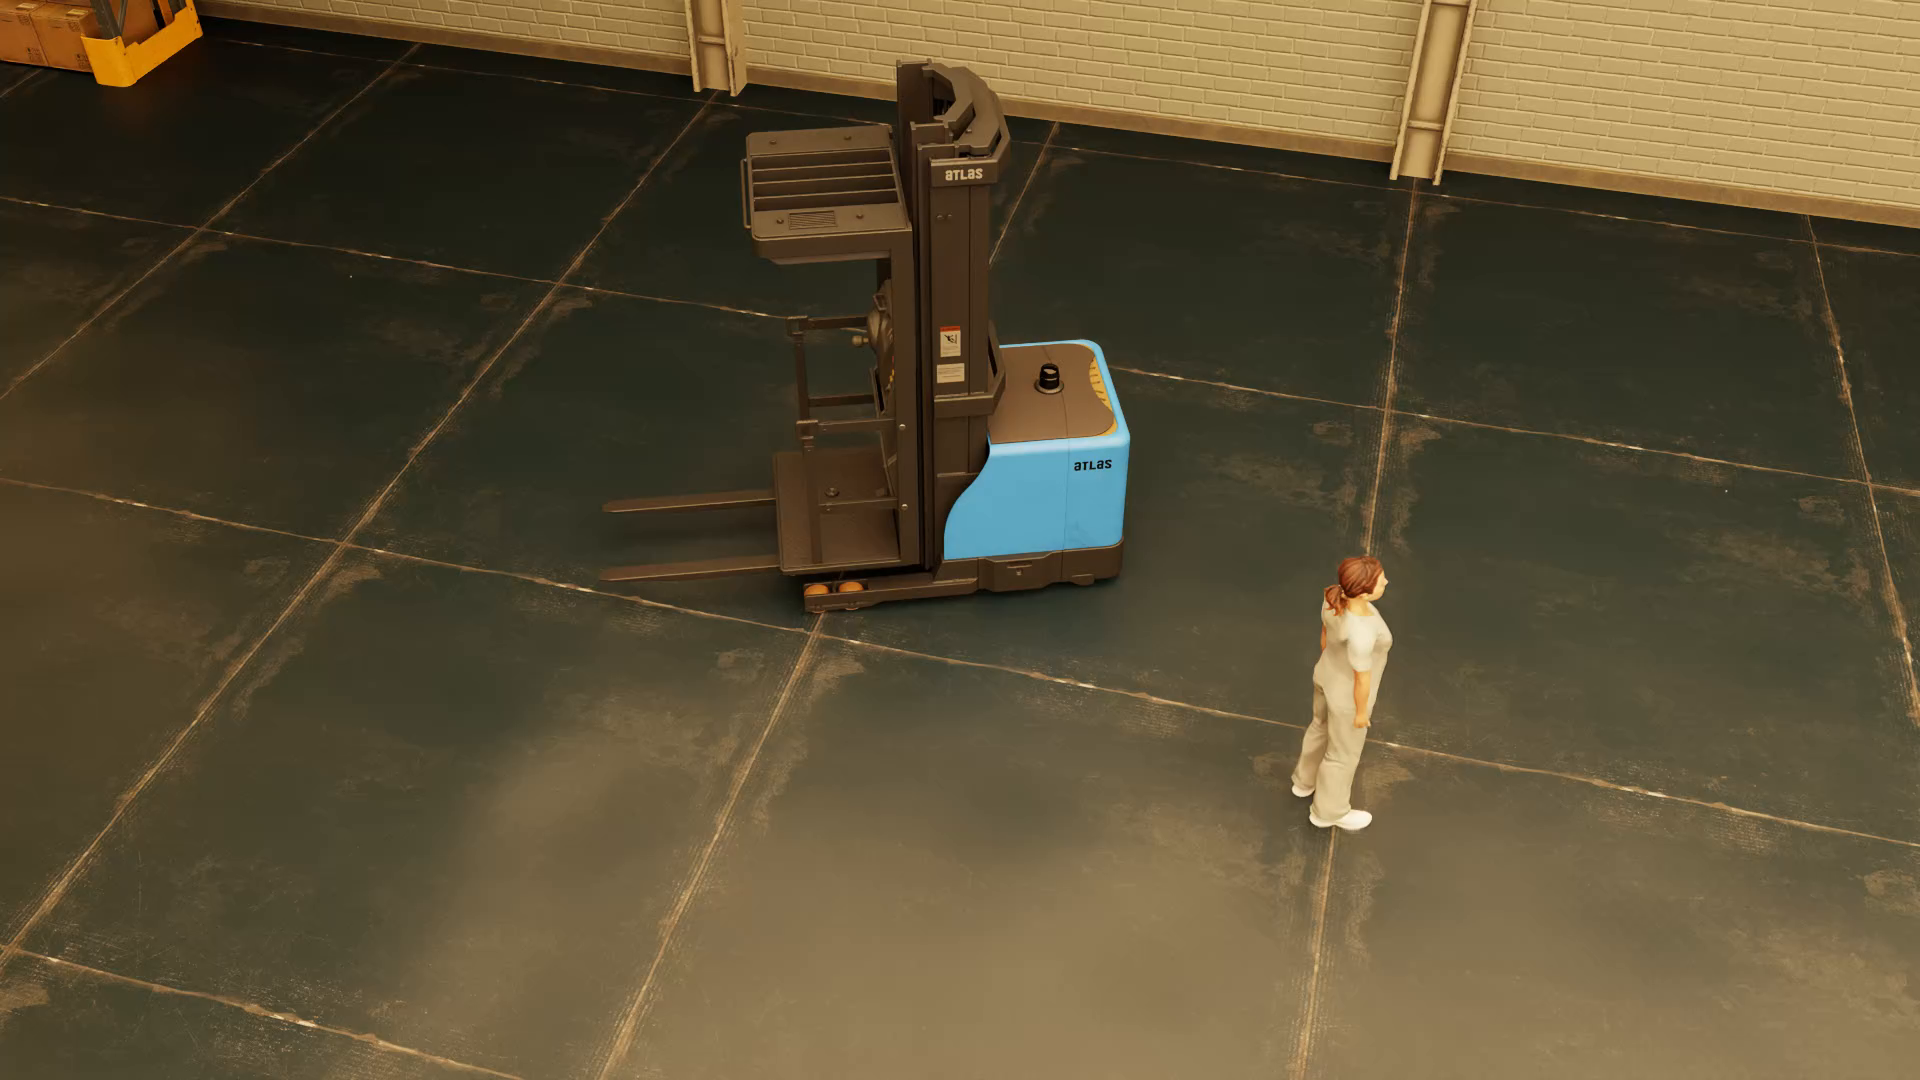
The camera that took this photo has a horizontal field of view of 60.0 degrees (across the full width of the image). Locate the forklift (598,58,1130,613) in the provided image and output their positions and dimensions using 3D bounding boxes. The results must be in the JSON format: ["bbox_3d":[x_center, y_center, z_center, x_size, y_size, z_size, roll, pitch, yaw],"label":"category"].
[{"bbox_3d":[-0.604,-1.052,9.062,3.031,2.935,1.130,-5,41,-5],"label":"forklift"}]

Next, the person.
[{"bbox_3d":[1.853,0.716,8.002,0.390,1.671,0.431,-9,42,-10],"label":"person"}]
